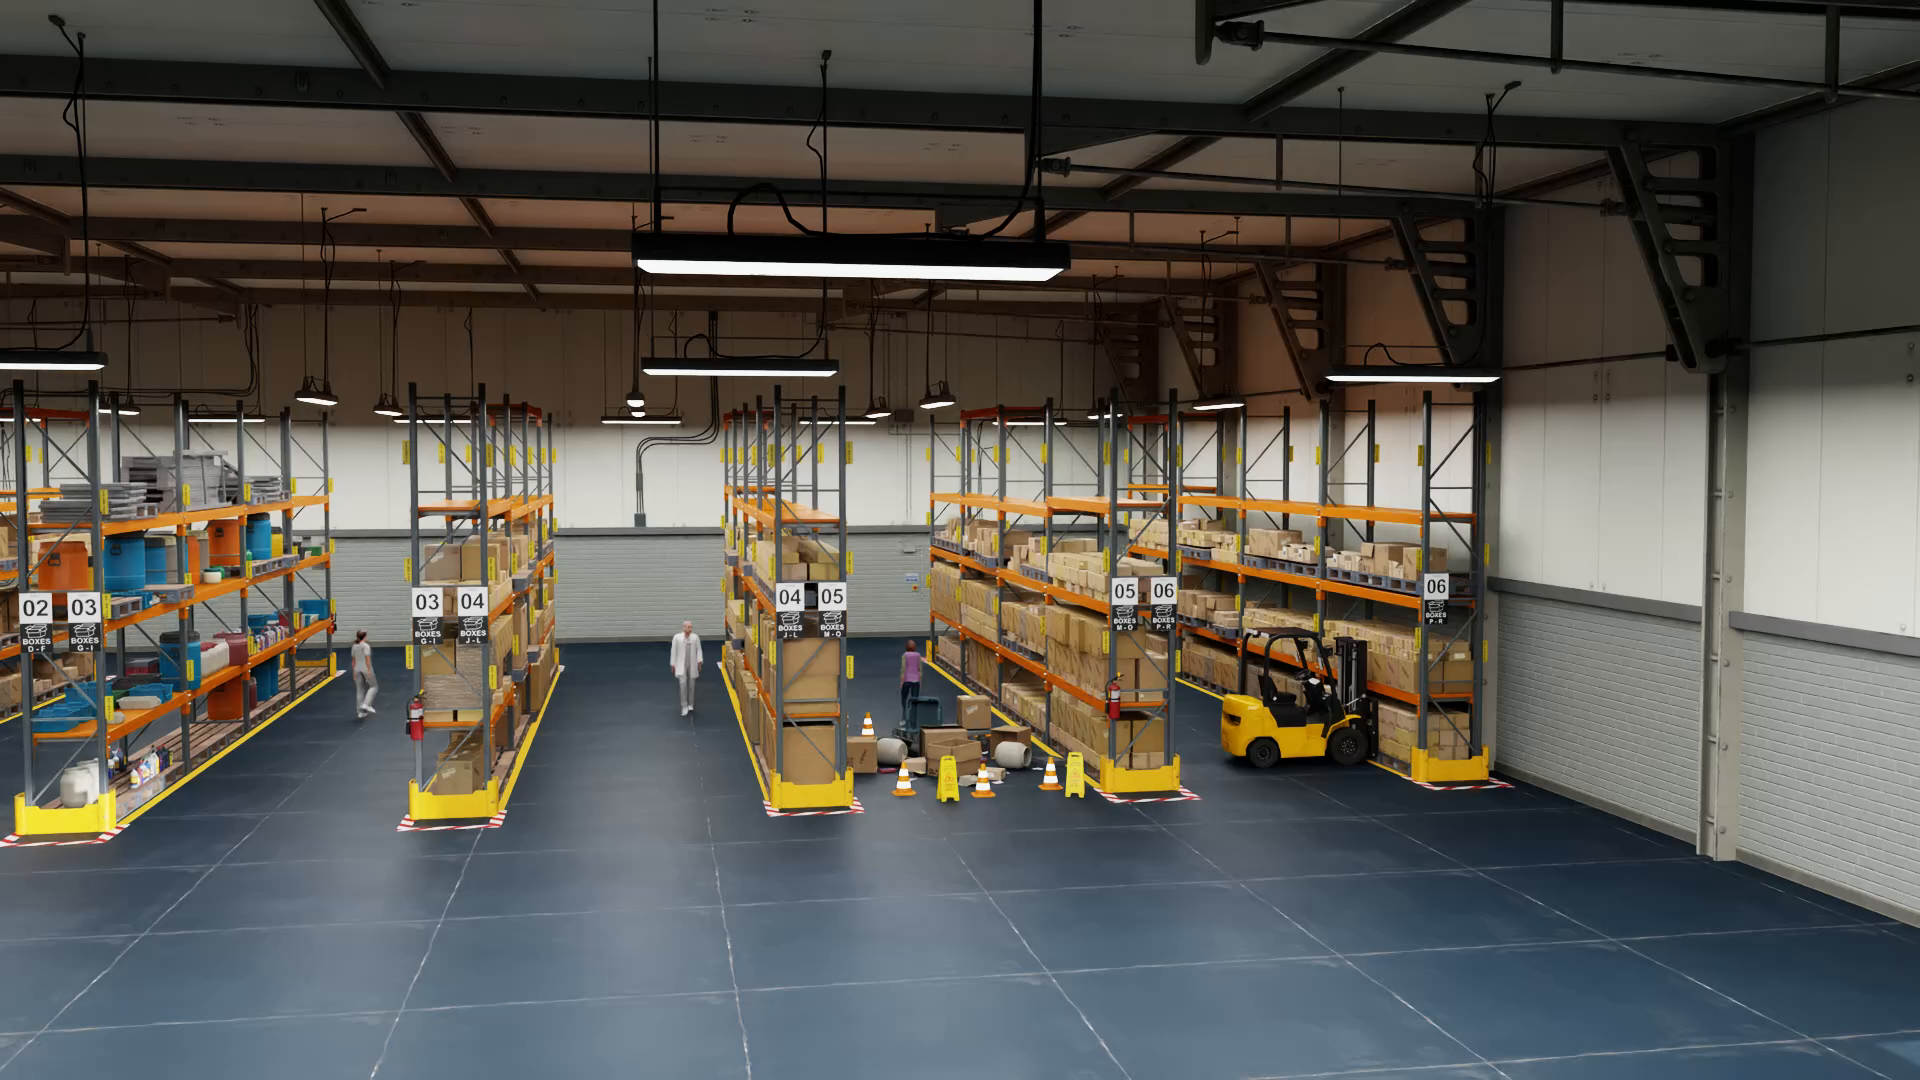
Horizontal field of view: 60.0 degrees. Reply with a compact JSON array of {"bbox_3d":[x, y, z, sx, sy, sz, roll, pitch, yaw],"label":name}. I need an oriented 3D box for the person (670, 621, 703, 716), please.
[{"bbox_3d":[-5.304,2.488,32.435,0.620,1.794,0.779,-1,3,-21],"label":"person"}]

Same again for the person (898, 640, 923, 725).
[{"bbox_3d":[-0.898,2.667,30.783,0.448,1.627,0.622,-1,3,-16],"label":"person"}]

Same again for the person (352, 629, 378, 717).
[{"bbox_3d":[-11.446,2.546,31.882,0.498,1.658,0.456,0,3,4],"label":"person"}]
